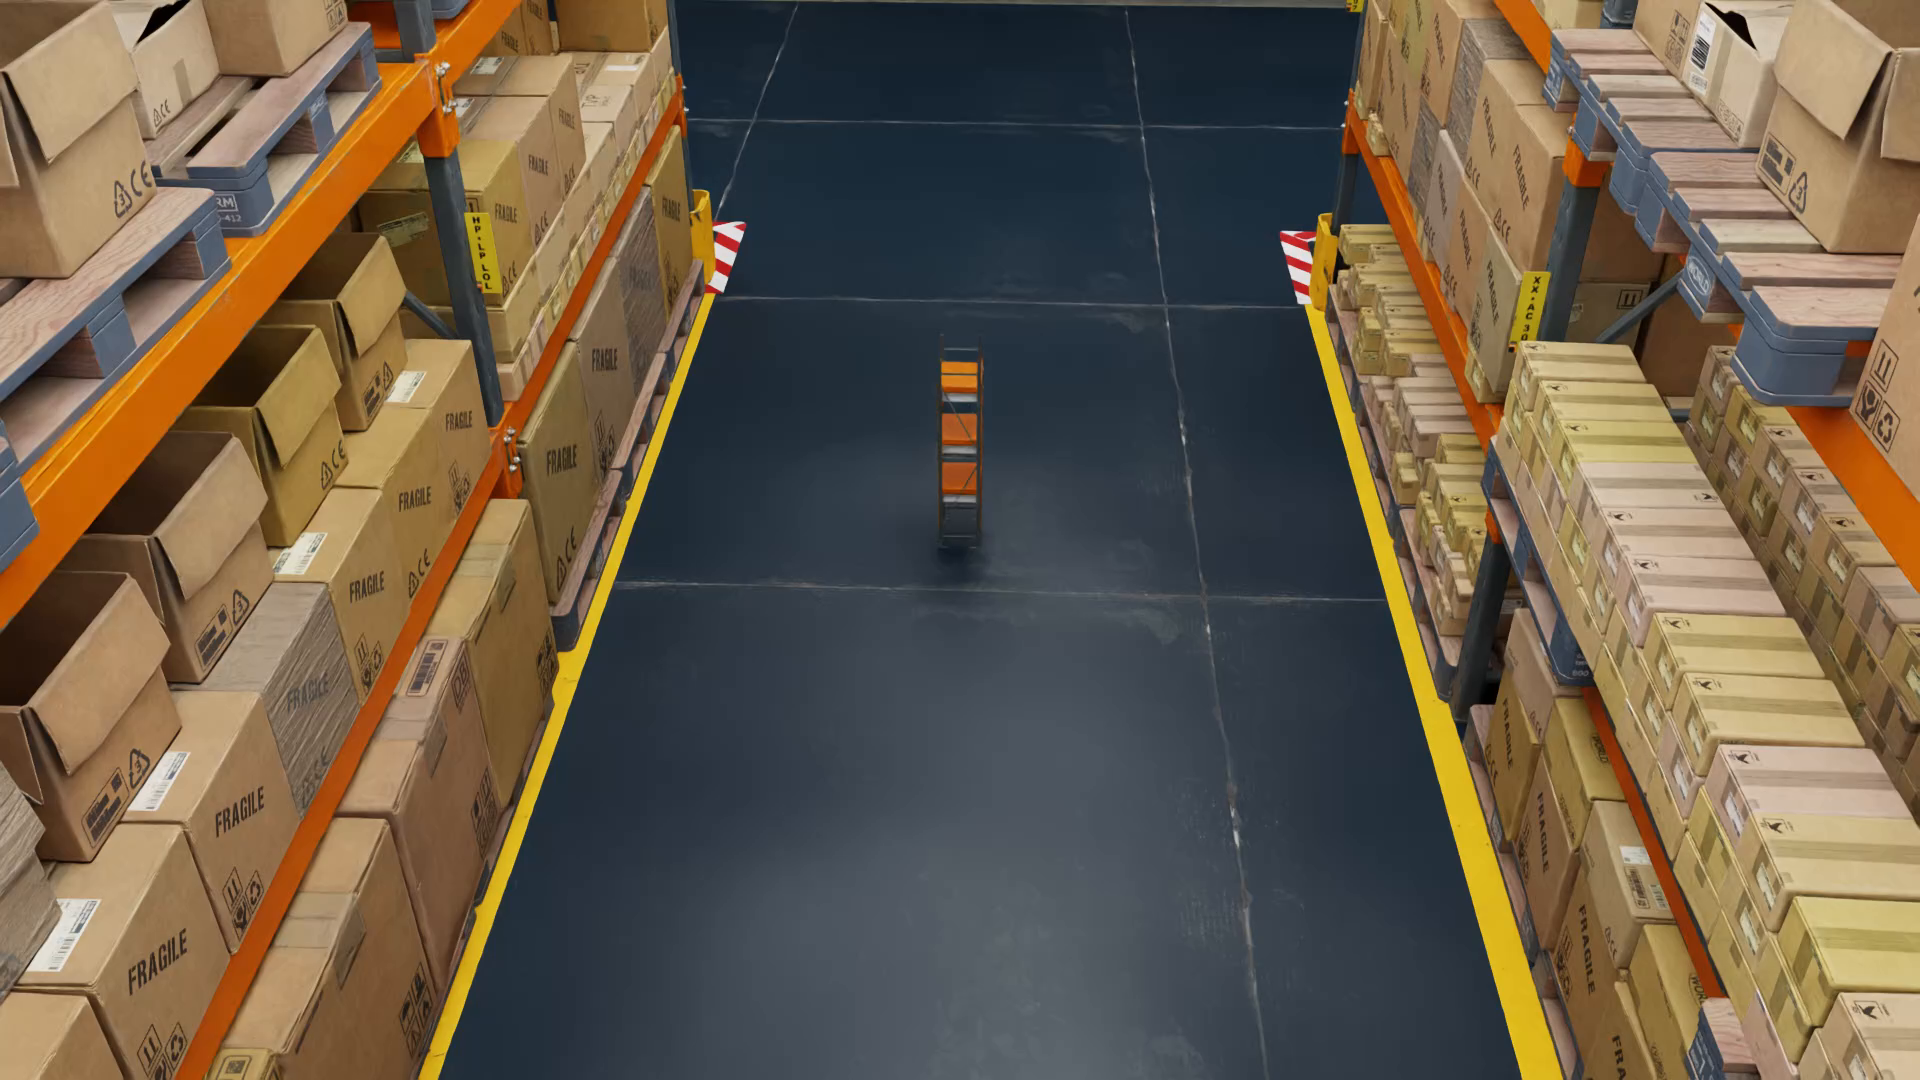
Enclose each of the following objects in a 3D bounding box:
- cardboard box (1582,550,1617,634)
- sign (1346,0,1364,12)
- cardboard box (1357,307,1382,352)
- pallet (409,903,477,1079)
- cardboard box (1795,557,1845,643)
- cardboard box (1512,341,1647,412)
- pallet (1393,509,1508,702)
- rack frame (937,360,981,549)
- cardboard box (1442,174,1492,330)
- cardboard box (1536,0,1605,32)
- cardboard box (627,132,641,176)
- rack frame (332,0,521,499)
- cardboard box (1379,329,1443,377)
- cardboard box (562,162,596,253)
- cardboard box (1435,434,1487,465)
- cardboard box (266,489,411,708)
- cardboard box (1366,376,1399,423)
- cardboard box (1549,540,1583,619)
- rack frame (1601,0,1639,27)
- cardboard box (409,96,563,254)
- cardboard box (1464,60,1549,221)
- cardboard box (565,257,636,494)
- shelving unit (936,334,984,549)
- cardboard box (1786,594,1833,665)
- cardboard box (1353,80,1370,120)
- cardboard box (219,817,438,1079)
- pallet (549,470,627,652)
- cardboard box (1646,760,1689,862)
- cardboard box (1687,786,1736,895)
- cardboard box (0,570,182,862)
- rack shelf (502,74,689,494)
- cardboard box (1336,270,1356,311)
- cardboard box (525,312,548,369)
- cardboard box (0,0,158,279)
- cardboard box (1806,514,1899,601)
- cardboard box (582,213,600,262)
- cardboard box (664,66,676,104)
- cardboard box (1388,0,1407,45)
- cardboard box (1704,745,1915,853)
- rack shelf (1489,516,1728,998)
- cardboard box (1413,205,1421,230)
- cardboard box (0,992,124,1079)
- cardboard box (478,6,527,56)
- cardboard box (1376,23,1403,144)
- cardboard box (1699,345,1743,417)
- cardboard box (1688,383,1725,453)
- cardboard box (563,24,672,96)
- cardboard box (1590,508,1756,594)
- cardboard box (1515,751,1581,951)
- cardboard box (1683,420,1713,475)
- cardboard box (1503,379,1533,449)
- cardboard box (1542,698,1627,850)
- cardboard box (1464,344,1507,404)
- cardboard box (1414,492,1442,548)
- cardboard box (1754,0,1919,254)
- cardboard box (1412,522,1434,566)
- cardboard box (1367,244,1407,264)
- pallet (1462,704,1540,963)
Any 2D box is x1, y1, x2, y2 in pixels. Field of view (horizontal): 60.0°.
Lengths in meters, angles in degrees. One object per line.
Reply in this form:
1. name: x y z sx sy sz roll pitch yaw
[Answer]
1. cardboard box: 2.109 0.160 5.008 0.380 0.149 0.250 3 35 4
2. sign: 2.240 -3.131 9.344 0.100 0.325 0.005 1 35 2
3. cardboard box: 2.397 -1.153 9.137 0.380 0.149 0.250 2 35 3
4. pallet: -2.332 1.650 5.719 1.003 0.211 1.213 1 35 2
5. cardboard box: 2.762 0.177 4.985 0.380 0.149 0.250 0 35 -1
6. cardboard box: 2.146 -0.563 5.778 0.380 0.149 0.250 3 35 4
7. pallet: 2.613 0.288 7.657 1.003 0.211 1.213 1 35 2
8. rack frame: -0.003 -0.390 7.892 0.200 1.050 0.008 1 35 2
9. cardboard box: 2.381 -1.212 7.020 0.500 0.500 0.500 0 35 1
10. cardboard box: 2.371 -1.921 5.896 0.500 0.250 0.500 2 35 3
11. cardboard box: -1.895 -2.035 8.756 0.380 0.149 0.250 1 35 1
12. rack frame: -2.330 -0.639 6.551 1.000 3.000 0.127 1 35 2
13. cardboard box: 2.389 -0.964 8.609 0.380 0.149 0.250 2 35 3
14. cardboard box: -2.010 -1.547 7.714 0.500 0.250 0.500 2 35 3
15. cardboard box: 2.438 -0.364 7.756 0.380 0.149 0.250 2 35 3
16. cardboard box: -2.117 0.180 5.299 0.500 0.500 0.500 1 35 1
17. cardboard box: 2.378 -0.747 8.818 0.380 0.149 0.250 0 35 0
18. cardboard box: 2.116 0.127 5.313 0.380 0.149 0.250 2 35 2
19. rack frame: 2.622 -2.921 4.580 1.000 3.000 0.127 1 35 2
20. cardboard box: -2.028 -1.558 7.078 0.500 0.500 0.500 1 35 2
21. cardboard box: 2.386 -1.612 6.719 0.500 0.500 0.500 0 35 0
22. cardboard box: -2.188 -0.836 8.313 0.875 0.875 0.875 1 35 2
23. shelving unit: 0.002 -0.460 7.992 0.215 1.050 0.252 1 35 2
24. cardboard box: 2.766 0.294 5.077 0.380 0.149 0.250 0 35 0
25. cardboard box: 2.442 -2.483 9.393 0.380 0.149 0.250 1 35 2
26. cardboard box: -2.399 1.449 5.063 1.225 0.875 0.875 1 35 2
27. pallet: -2.222 0.067 7.971 1.003 0.211 1.213 1 35 2
28. cardboard box: 2.078 0.732 4.453 0.380 0.149 0.250 2 35 3
29. cardboard box: 2.066 0.755 4.161 0.380 0.149 0.250 1 35 2
30. cardboard box: -2.417 0.414 4.093 0.797 0.503 0.637 2 35 3
31. rack shelf: -2.250 -1.494 8.392 1.077 0.370 4.000 1 35 2
32. cardboard box: 2.441 -1.476 9.856 0.380 0.149 0.250 2 35 3
33. cardboard box: -1.976 -0.849 7.068 0.380 0.149 0.250 0 35 0
34. cardboard box: -2.430 -0.956 3.938 0.797 0.503 0.637 1 35 1
35. cardboard box: 2.754 0.051 4.905 0.380 0.149 0.250 0 35 0
36. cardboard box: -1.935 -1.443 7.913 0.380 0.149 0.250 2 35 2
37. cardboard box: -1.855 -2.622 9.591 0.380 0.149 0.250 2 35 3
38. cardboard box: 2.485 -2.794 8.402 0.500 0.500 0.500 2 35 3
39. cardboard box: 2.068 0.640 4.066 0.380 0.149 0.250 1 35 2
40. rack shelf: 2.541 0.977 4.877 1.077 0.370 4.000 1 35 2
41. cardboard box: 2.430 -1.586 8.116 0.380 0.149 0.250 3 35 4
42. cardboard box: -2.200 1.345 3.640 0.500 0.500 0.500 2 35 3
43. cardboard box: -2.494 -2.450 8.347 0.500 0.500 0.500 0 35 1
44. cardboard box: 2.492 -2.368 8.664 0.500 0.500 0.500 1 35 2
45. cardboard box: 2.800 -0.544 5.751 0.380 0.149 0.250 3 35 4
46. cardboard box: 2.803 -0.424 5.839 0.380 0.149 0.250 2 35 3
47. cardboard box: -1.924 -2.713 9.373 0.500 0.250 0.500 1 35 1
48. cardboard box: 2.106 0.035 4.928 0.380 0.149 0.250 1 35 1
49. cardboard box: 2.307 1.107 5.875 0.500 0.500 0.500 3 35 4
50. cardboard box: 2.803 -0.303 5.925 0.380 0.149 0.250 1 35 1
51. cardboard box: 2.146 -0.441 5.864 0.380 0.149 0.250 2 35 3
52. cardboard box: 2.309 0.802 5.657 0.500 0.250 0.500 2 35 3
53. cardboard box: 2.301 -0.684 6.833 0.380 0.149 0.250 0 35 1
54. cardboard box: 2.308 -0.092 7.628 0.380 0.149 0.250 0 35 0
55. cardboard box: 2.428 -1.023 4.034 0.797 0.503 0.637 1 35 1
56. cardboard box: 2.337 -0.006 7.764 0.380 0.149 0.250 0 35 0
57. cardboard box: 2.531 -1.559 9.456 0.380 0.149 0.250 2 35 3
58. pallet: 2.592 1.122 6.470 1.003 0.211 1.213 1 35 2
